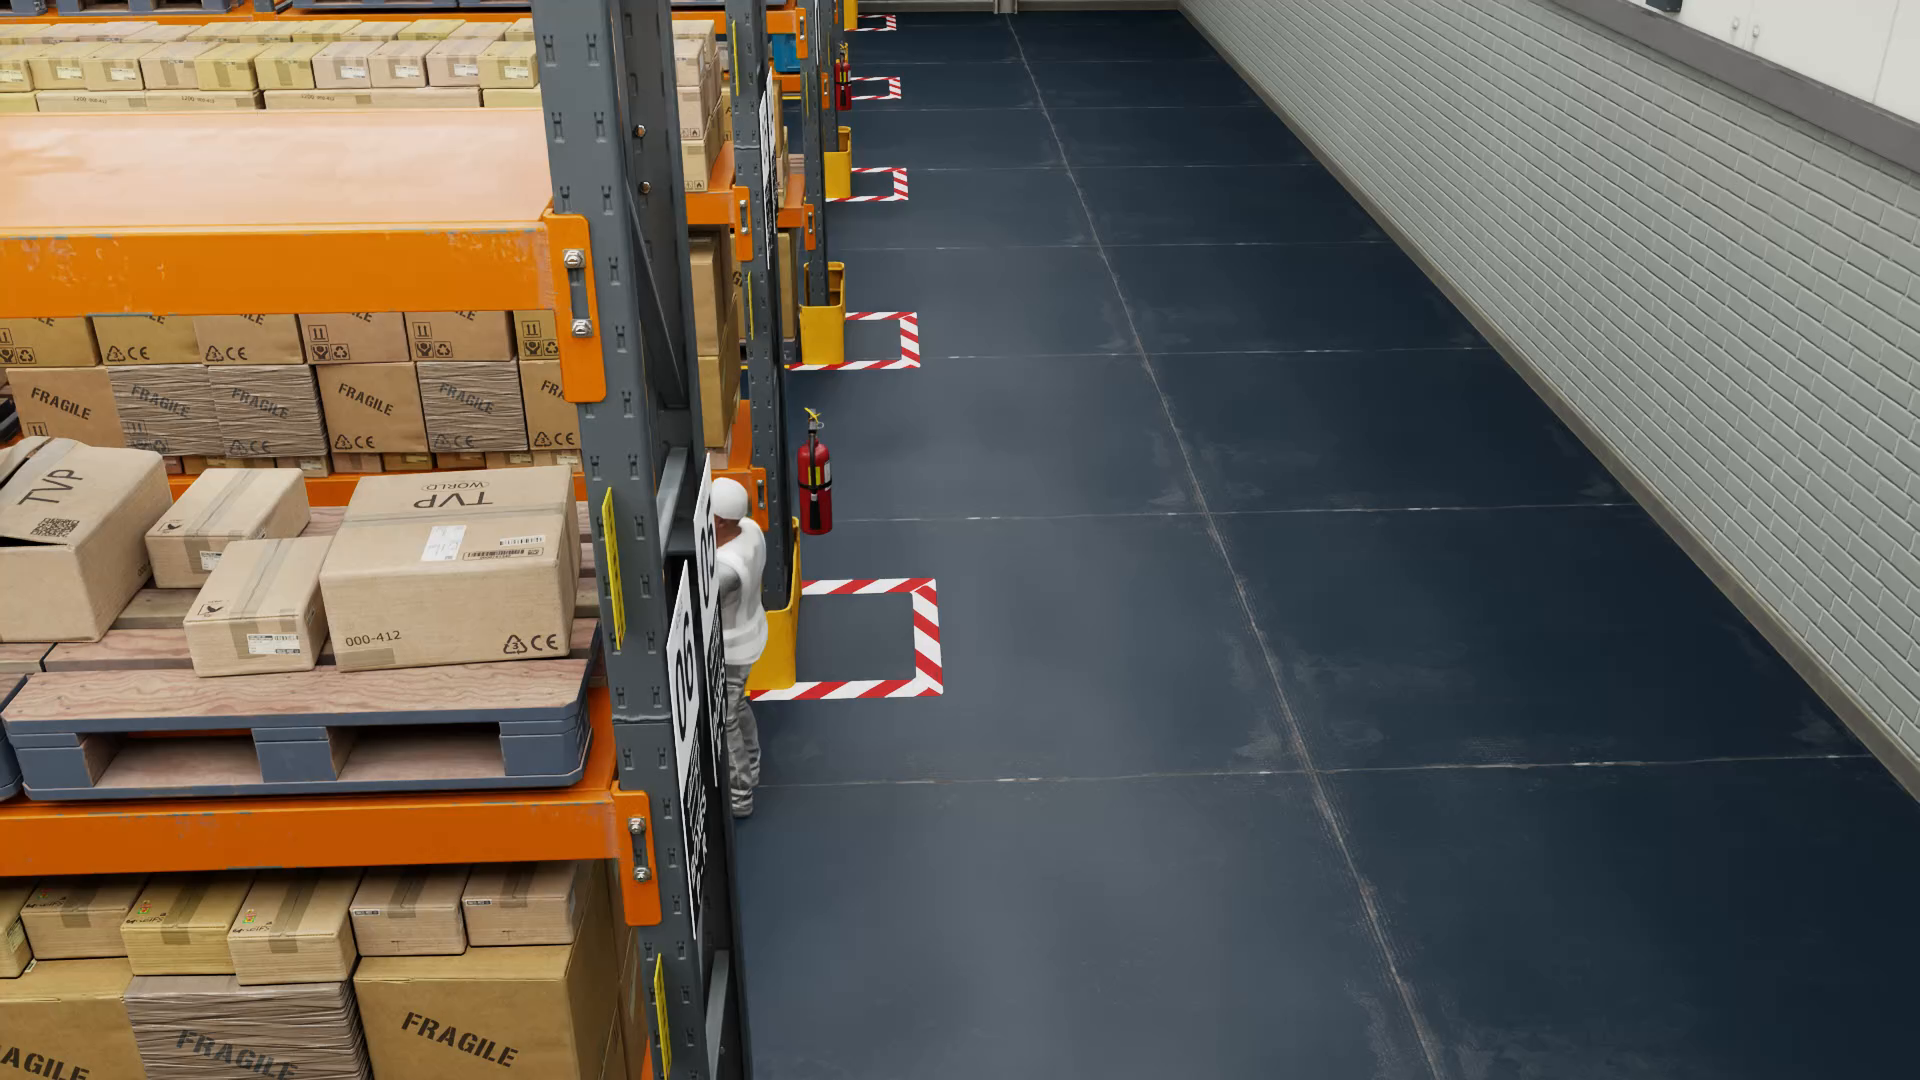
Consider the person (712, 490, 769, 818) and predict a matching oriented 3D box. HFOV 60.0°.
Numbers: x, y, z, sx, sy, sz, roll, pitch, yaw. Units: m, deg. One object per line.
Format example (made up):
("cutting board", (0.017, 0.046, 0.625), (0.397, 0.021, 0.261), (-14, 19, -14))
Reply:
("person", (-1.143, 0.521, 7.960), (0.451, 1.773, 0.625), (2, 27, 3))
